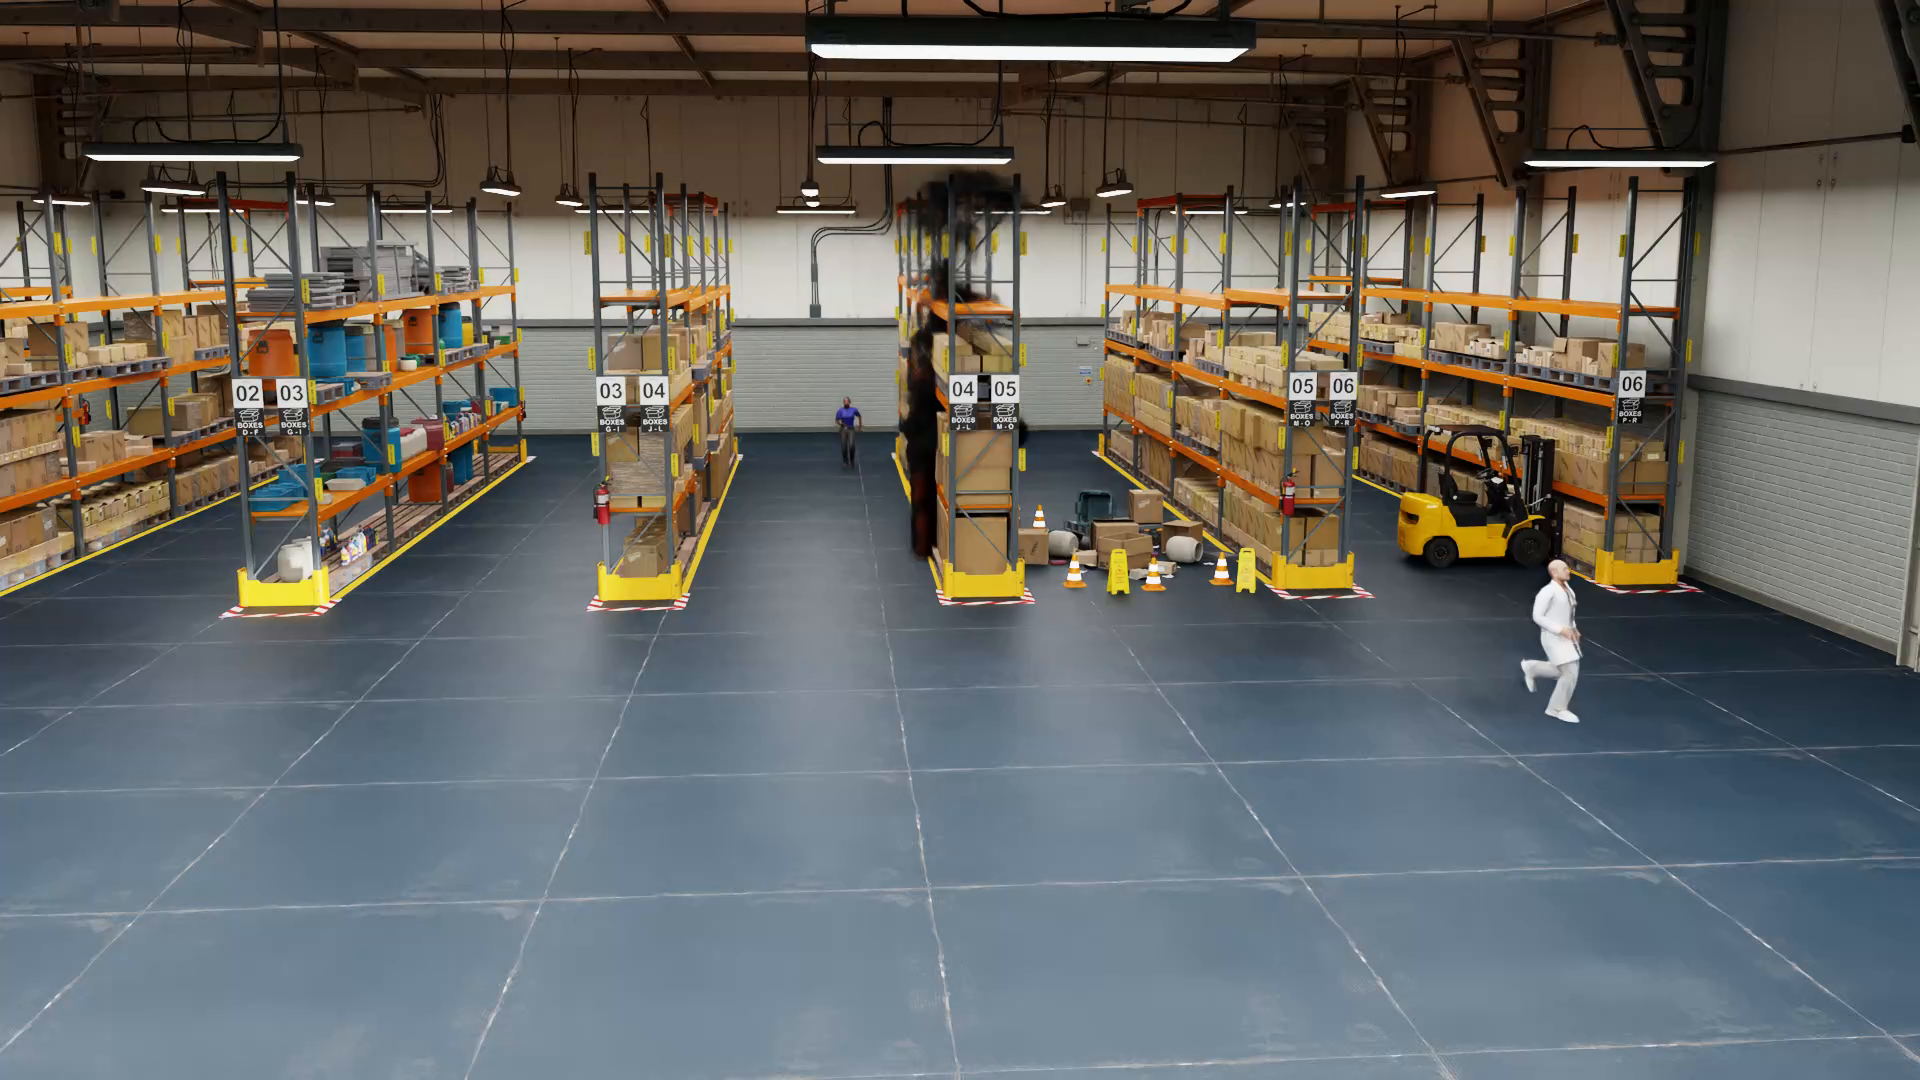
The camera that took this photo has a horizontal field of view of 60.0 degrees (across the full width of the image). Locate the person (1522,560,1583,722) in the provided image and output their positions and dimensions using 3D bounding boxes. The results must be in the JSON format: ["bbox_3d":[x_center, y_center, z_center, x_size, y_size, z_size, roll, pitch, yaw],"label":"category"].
[{"bbox_3d":[6.370,1.057,17.877,0.711,1.725,0.722,8,13,40],"label":"person"}]

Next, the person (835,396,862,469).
[{"bbox_3d":[-2.533,-2.426,37.784,0.597,1.670,0.674,-1,10,-3],"label":"person"}]
